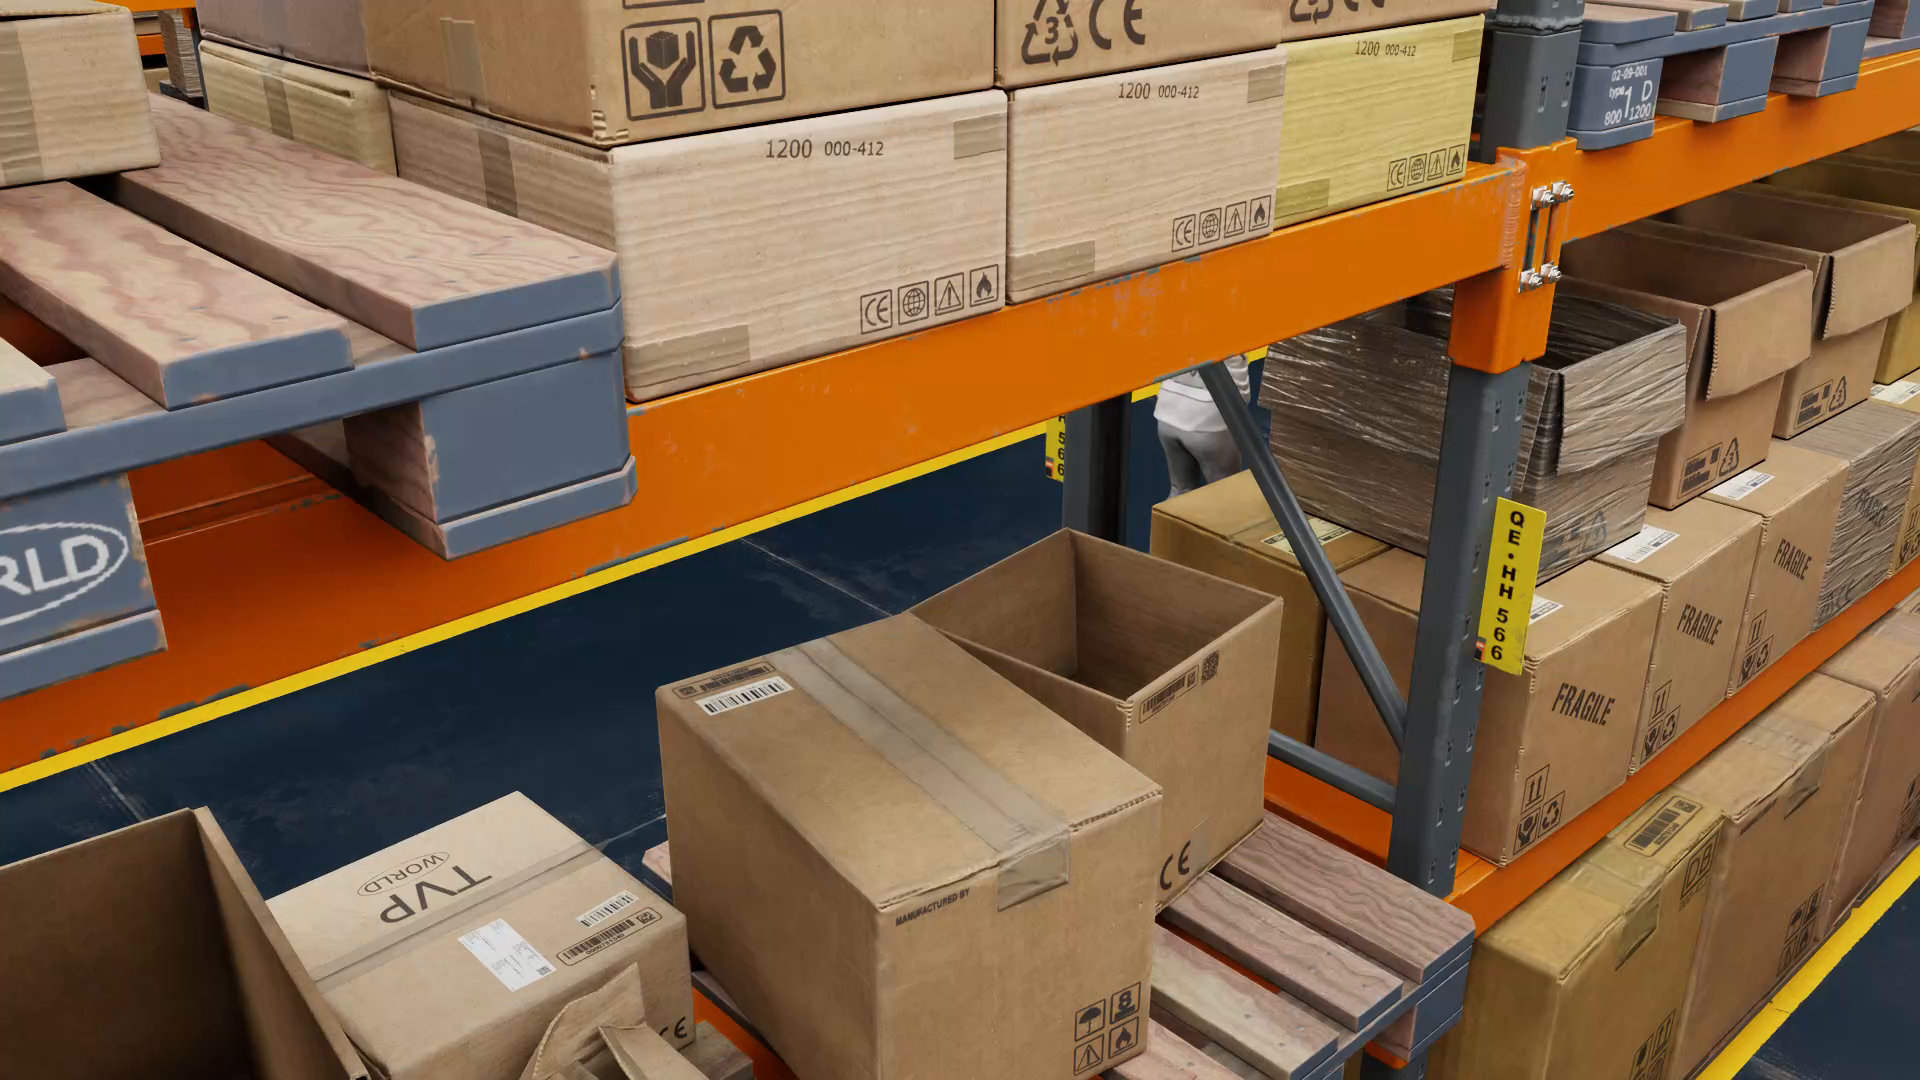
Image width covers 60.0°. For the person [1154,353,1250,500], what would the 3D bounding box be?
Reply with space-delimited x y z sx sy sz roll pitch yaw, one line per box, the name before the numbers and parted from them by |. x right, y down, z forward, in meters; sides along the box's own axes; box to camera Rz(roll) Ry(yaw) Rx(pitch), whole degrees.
person | 1.052 -0.507 7.268 0.428 1.635 0.496 -20 31 -37
